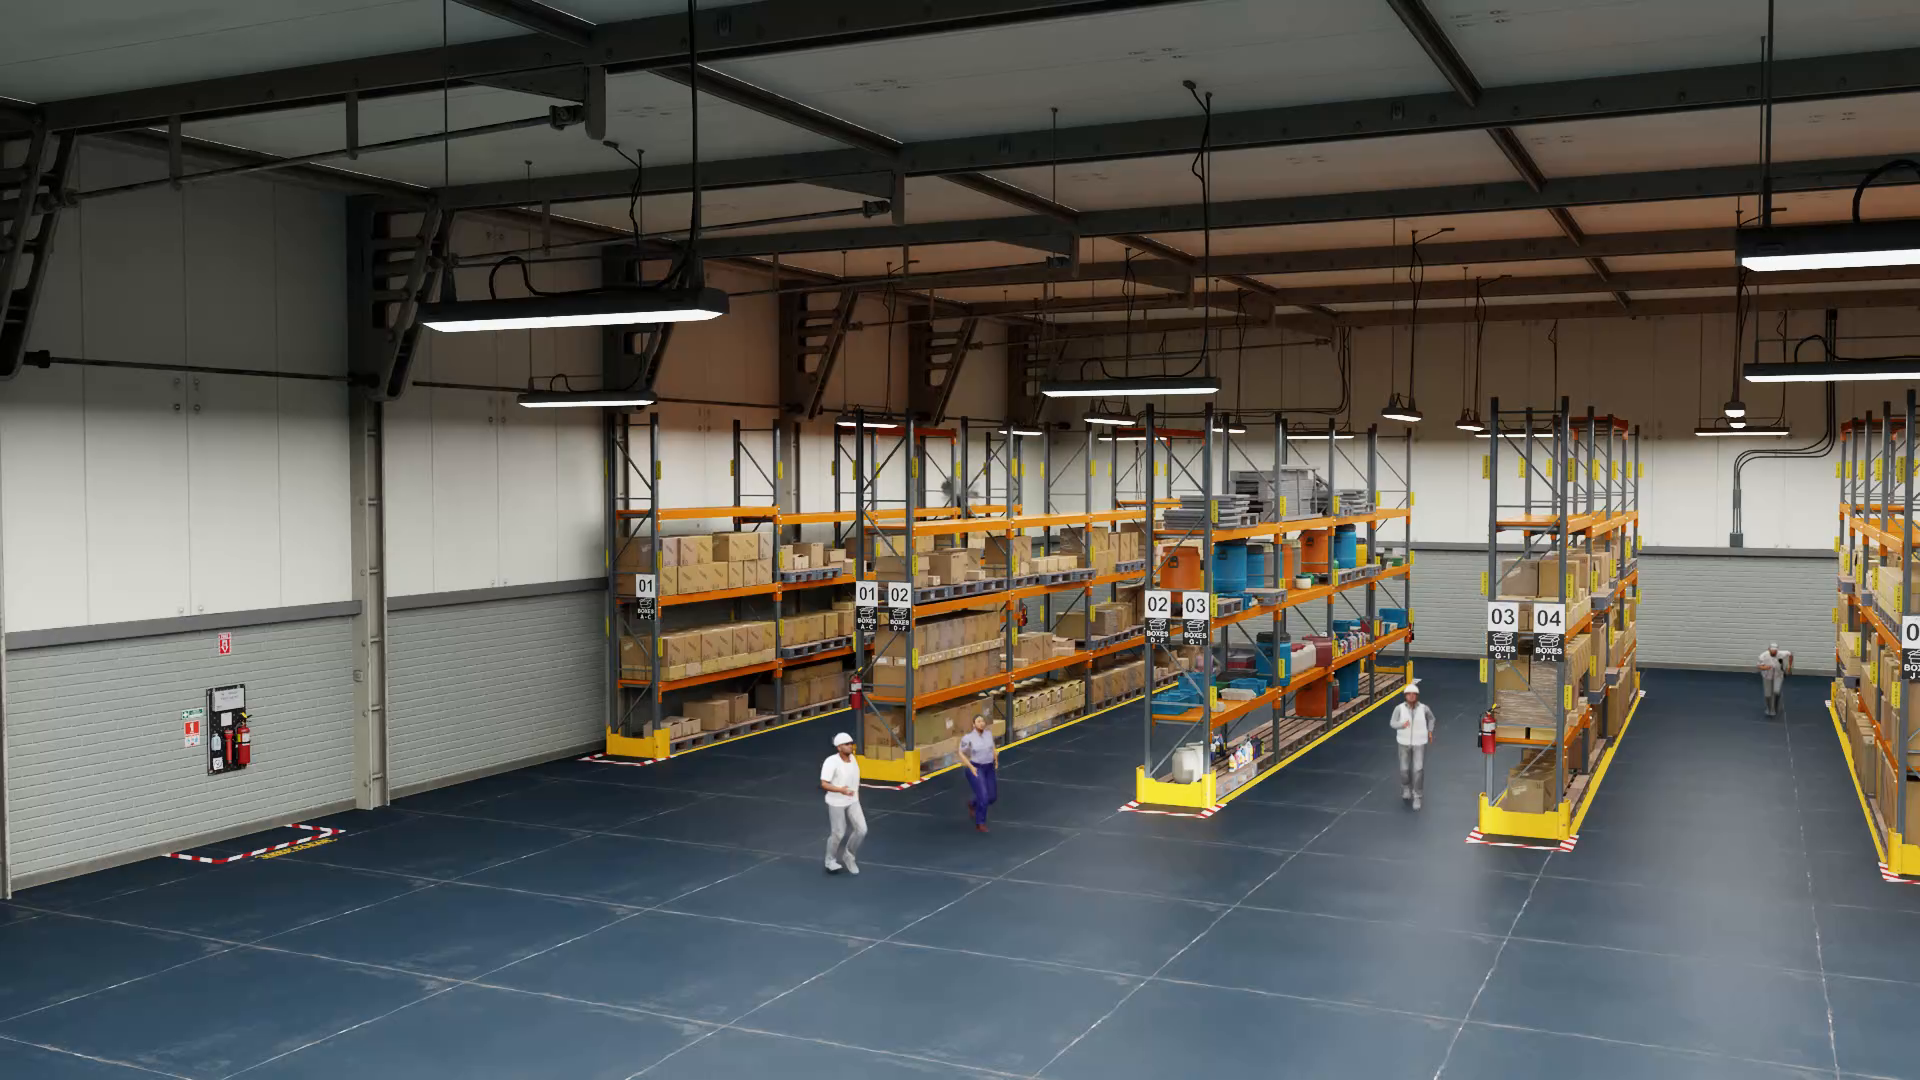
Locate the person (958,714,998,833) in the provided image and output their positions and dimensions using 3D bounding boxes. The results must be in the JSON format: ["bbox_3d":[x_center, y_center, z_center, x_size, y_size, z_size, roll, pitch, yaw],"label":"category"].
[{"bbox_3d":[0.255,3.237,23.186,0.602,1.615,0.585,-2,3,-34],"label":"person"}]

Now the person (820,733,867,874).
[{"bbox_3d":[-1.427,3.270,20.536,0.691,1.783,0.704,-2,3,-44],"label":"person"}]

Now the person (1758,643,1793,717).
[{"bbox_3d":[16.524,2.824,33.720,0.636,1.552,0.937,1,3,26],"label":"person"}]

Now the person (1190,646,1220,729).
[{"bbox_3d":[4.778,2.823,32.470,0.528,1.627,0.751,1,3,24],"label":"person"}]

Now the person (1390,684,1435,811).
[{"bbox_3d":[6.749,3.059,24.830,0.635,1.818,0.840,1,3,18],"label":"person"}]
